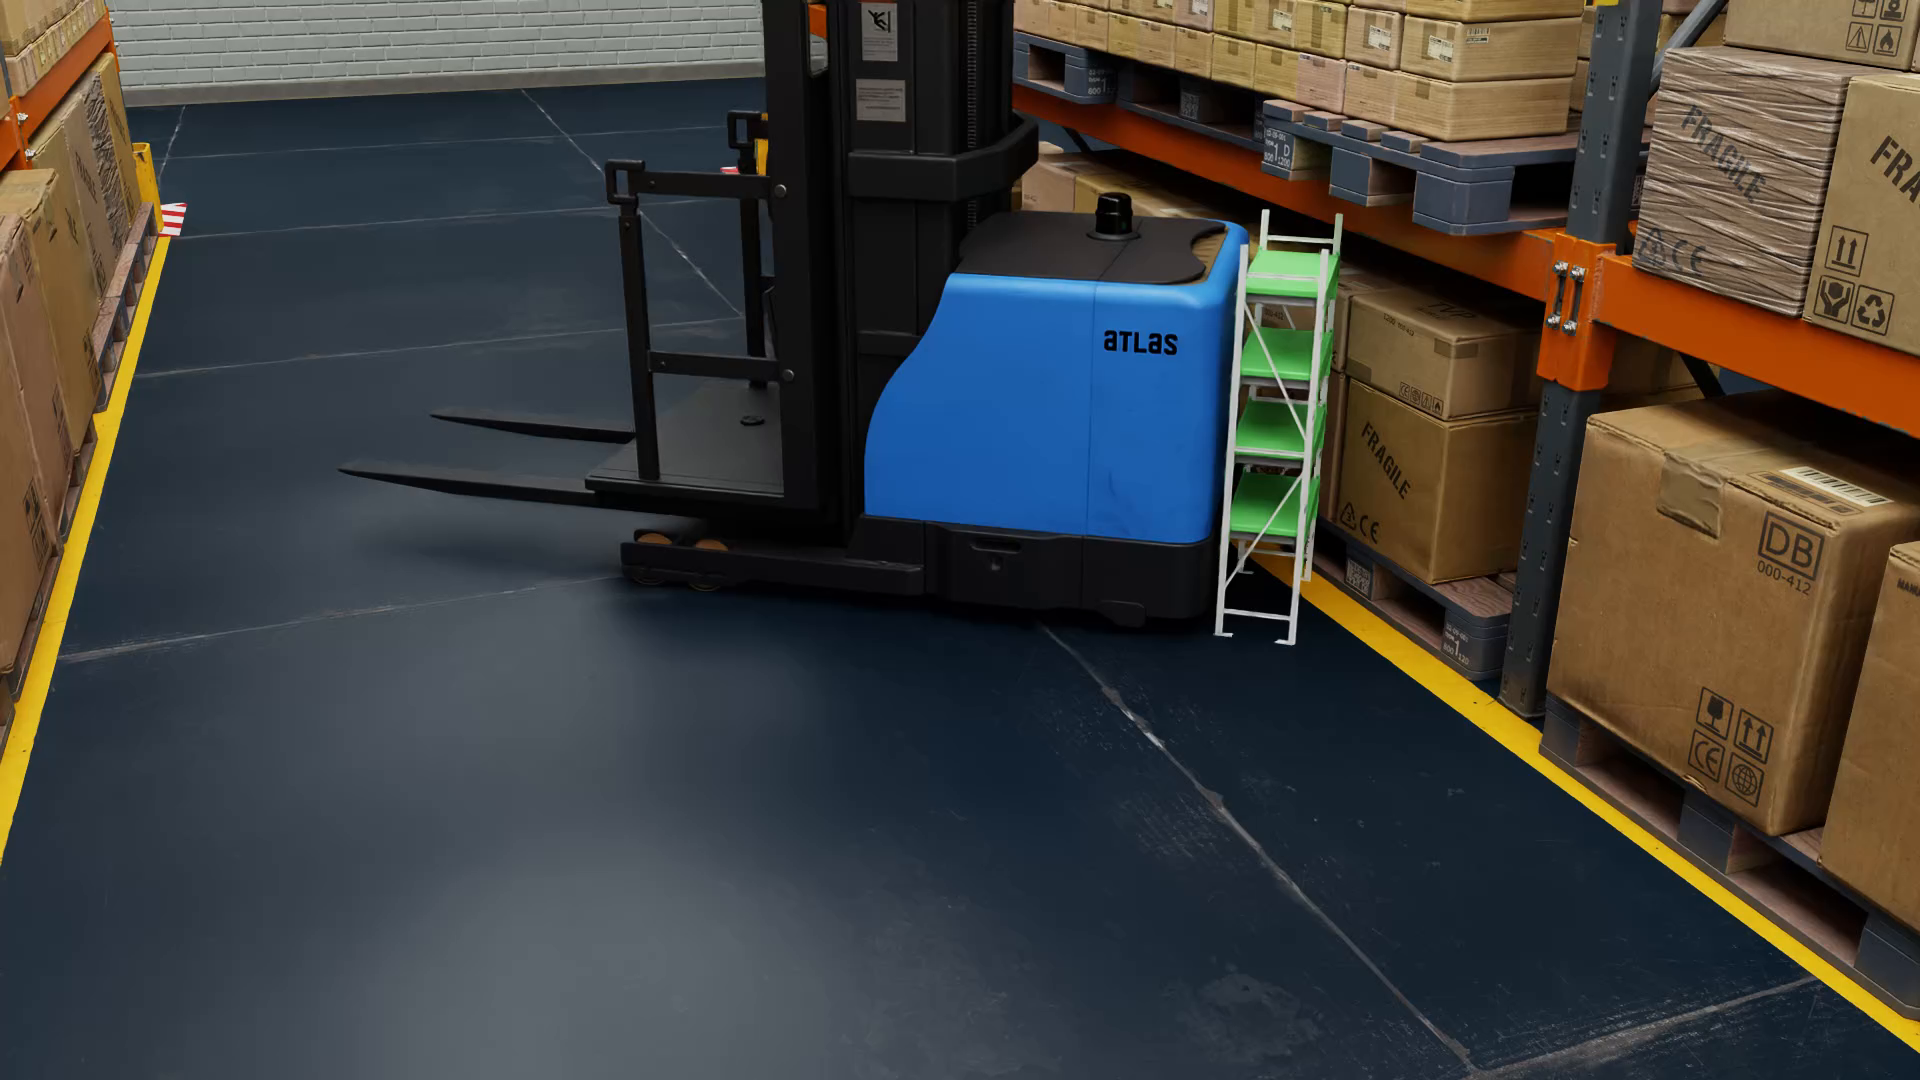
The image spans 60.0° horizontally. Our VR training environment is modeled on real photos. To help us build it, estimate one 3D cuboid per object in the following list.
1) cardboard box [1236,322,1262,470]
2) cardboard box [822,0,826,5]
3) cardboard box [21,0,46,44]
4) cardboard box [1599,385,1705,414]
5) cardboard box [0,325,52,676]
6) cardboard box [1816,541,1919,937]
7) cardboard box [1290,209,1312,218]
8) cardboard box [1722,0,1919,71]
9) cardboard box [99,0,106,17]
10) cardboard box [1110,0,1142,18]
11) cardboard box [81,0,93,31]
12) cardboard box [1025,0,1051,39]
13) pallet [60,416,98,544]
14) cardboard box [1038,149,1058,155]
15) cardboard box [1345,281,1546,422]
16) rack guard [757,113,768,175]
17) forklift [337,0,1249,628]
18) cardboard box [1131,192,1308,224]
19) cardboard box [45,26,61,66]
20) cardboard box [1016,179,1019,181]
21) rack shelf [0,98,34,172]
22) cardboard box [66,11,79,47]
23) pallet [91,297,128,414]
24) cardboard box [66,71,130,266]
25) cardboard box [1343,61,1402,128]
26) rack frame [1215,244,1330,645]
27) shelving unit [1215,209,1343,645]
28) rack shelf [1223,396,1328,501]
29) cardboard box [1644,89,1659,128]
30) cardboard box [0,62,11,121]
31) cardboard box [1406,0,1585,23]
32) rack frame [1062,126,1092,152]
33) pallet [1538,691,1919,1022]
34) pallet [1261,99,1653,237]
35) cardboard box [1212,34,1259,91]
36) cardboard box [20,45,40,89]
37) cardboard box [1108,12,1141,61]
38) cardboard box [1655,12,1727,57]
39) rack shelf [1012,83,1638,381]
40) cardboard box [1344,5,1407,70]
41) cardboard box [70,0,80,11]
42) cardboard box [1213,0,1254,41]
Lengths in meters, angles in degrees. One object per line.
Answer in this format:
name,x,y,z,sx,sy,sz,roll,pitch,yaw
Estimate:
cardboard box,1.139,-0.597,5.983,0.500,0.500,0.500,-9,25,-21
cardboard box,-0.627,-3.335,10.123,0.380,0.149,0.250,-7,24,-17
cardboard box,-4.183,-2.239,7.010,0.500,0.250,0.500,-8,24,-19
cardboard box,1.986,-0.307,5.294,0.500,0.500,0.500,-9,25,-21
cardboard box,-3.210,-0.123,4.374,1.225,0.875,0.875,-8,24,-19
cardboard box,2.441,0.420,3.246,1.050,0.750,0.750,-8,24,-18
cardboard box,1.453,-1.199,6.446,0.500,0.250,0.500,-9,25,-21
cardboard box,2.147,-1.316,3.594,0.700,0.500,0.500,-8,24,-19
cardboard box,-5.070,-3.036,9.416,0.380,0.149,0.250,-8,24,-18
cardboard box,0.762,-1.959,5.937,0.380,0.149,0.250,-9,24,-20
cardboard box,-4.802,-2.760,8.759,0.380,0.149,0.250,-8,24,-18
cardboard box,0.482,-2.107,6.670,0.380,0.149,0.250,-8,24,-19
pallet,-3.748,-0.228,6.019,1.003,0.211,1.213,-8,24,-19
cardboard box,0.366,-2.019,9.043,0.380,0.149,0.250,-9,24,-20
cardboard box,1.511,-0.573,4.960,0.500,0.250,0.500,-9,24,-20
rack guard,-0.802,-2.701,11.514,1.175,0.500,0.348,-8,24,-19
forklift,-0.610,-1.376,5.240,3.031,2.935,1.130,5,23,13
cardboard box,0.965,-1.130,6.282,0.500,0.250,0.500,-7,24,-17
cardboard box,-4.256,-2.200,7.430,0.380,0.149,0.250,-9,24,-20
cardboard box,0.088,-1.762,8.432,0.380,0.149,0.250,-8,24,-18
rack shelf,-3.385,-0.725,4.534,1.077,0.370,4.000,-8,24,-19
cardboard box,-4.531,-2.481,8.098,0.380,0.149,0.250,-8,24,-18
pallet,-4.287,-0.785,7.341,1.003,0.211,1.213,-8,24,-19
cardboard box,-4.882,-1.899,8.588,0.875,0.875,0.875,-8,24,-19
cardboard box,1.307,-1.258,4.655,0.380,0.149,0.250,-8,24,-19
rack frame,0.893,-0.252,4.802,0.240,1.200,0.015,6,24,15
shelving unit,0.961,-0.343,5.018,0.258,1.200,0.503,6,24,15
rack shelf,0.961,-0.284,5.043,0.258,0.148,0.480,6,24,15
cardboard box,2.028,-1.241,4.616,0.380,0.149,0.250,-9,24,-20
cardboard box,-3.671,-1.697,5.785,0.500,0.500,0.500,-8,24,-19
cardboard box,1.396,-1.441,4.323,0.380,0.149,0.250,-9,25,-21
rack frame,0.585,-2.427,7.646,1.000,3.000,0.127,-8,24,-19
pallet,2.206,0.608,4.035,1.003,0.211,1.213,-8,24,-19
pallet,1.646,-1.129,4.815,1.213,0.211,1.003,-8,24,-19
cardboard box,1.035,-1.540,5.324,0.380,0.149,0.250,-9,25,-21
cardboard box,-3.977,-1.916,6.757,0.380,0.149,0.250,-9,25,-21
cardboard box,0.760,-1.825,6.000,0.380,0.149,0.250,-9,24,-20
cardboard box,2.015,-1.391,4.589,0.380,0.149,0.250,-7,24,-17
rack shelf,1.291,-1.369,6.061,1.077,0.370,4.000,-8,24,-19
cardboard box,1.301,-1.402,4.614,0.380,0.149,0.250,-7,24,-17
cardboard box,-4.726,-2.795,8.331,0.500,0.250,0.500,-9,25,-21
cardboard box,1.032,-1.679,5.271,0.380,0.149,0.250,-9,24,-19
